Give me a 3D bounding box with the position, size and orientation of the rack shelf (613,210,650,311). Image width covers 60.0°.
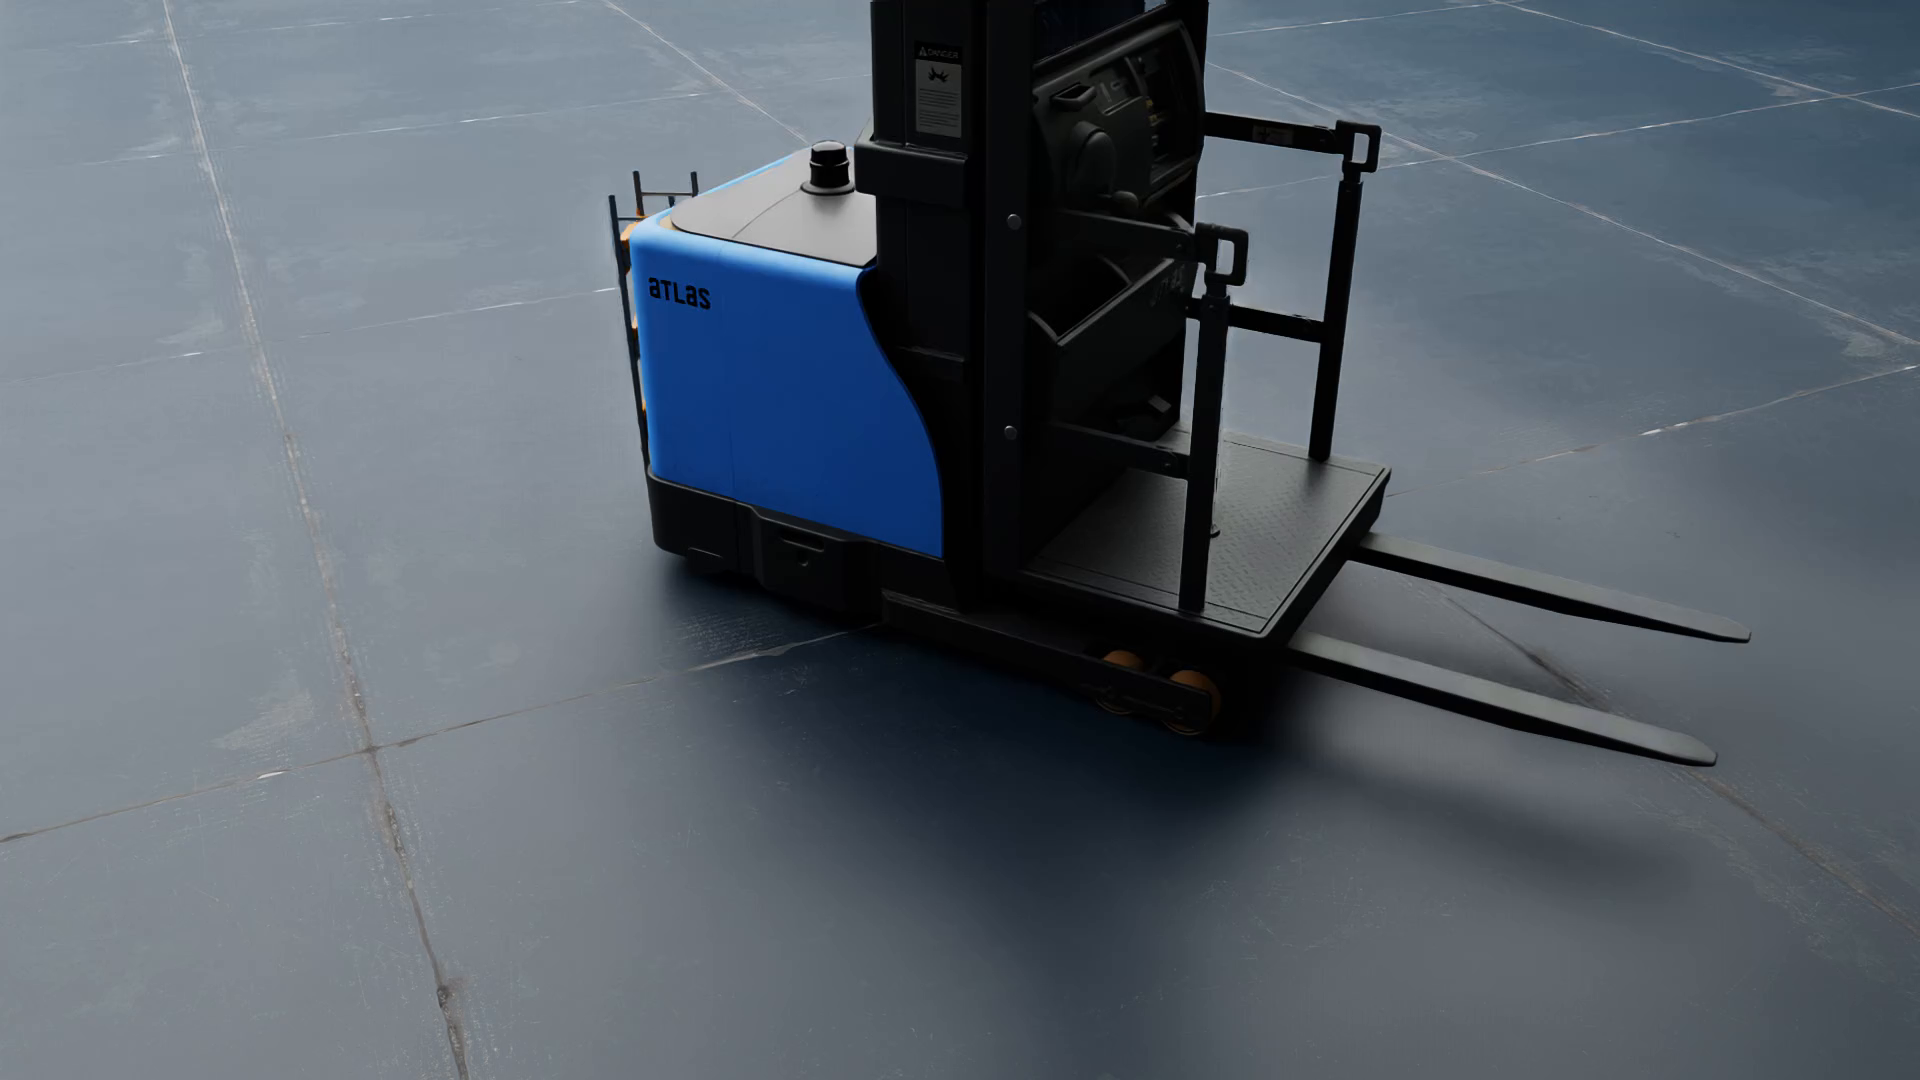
[{"bbox_3d":[-0.919,-0.856,5.139,0.215,0.259,0.240,2,29,7],"label":"rack shelf"}]

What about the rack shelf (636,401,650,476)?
[{"bbox_3d":[-0.904,-0.366,5.412,0.215,0.259,0.240,2,29,7],"label":"rack shelf"}]

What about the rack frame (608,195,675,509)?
[{"bbox_3d":[-0.927,-0.559,5.166,0.200,1.050,0.008,2,29,7],"label":"rack frame"}]

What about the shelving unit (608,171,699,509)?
[{"bbox_3d":[-0.912,-0.618,5.272,0.215,1.050,0.252,2,29,7],"label":"shelving unit"}]

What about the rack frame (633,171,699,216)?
[{"bbox_3d":[-0.896,-0.677,5.378,0.200,1.050,0.008,2,29,7],"label":"rack frame"}]

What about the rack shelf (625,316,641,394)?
[{"bbox_3d":[-0.911,-0.609,5.277,0.215,0.259,0.240,2,29,7],"label":"rack shelf"}]

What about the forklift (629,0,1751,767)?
[{"bbox_3d":[0.597,-1.066,4.155,3.031,2.935,1.130,15,33,25],"label":"forklift"}]
